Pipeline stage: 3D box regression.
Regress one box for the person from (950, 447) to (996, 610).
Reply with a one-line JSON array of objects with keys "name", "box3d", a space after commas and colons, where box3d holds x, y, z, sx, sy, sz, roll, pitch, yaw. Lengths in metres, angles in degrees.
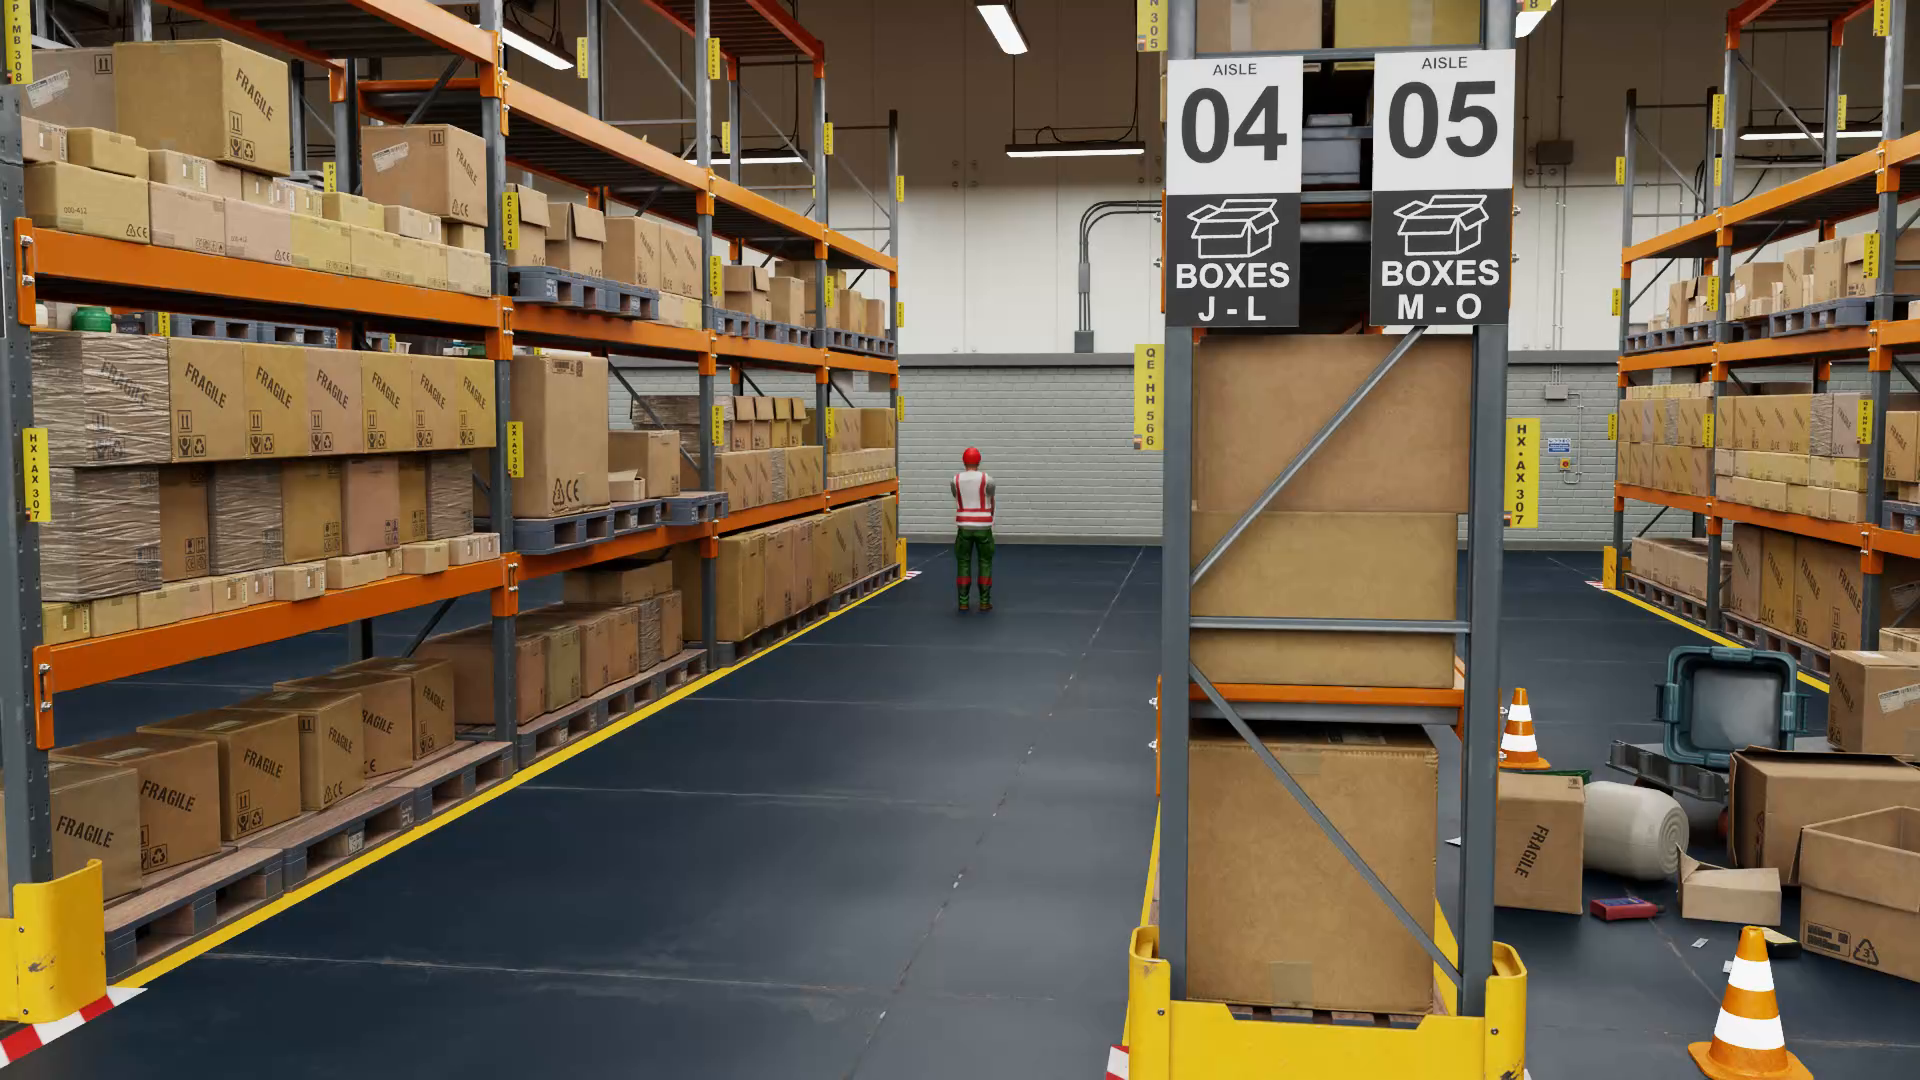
[{"name": "person", "box3d": [0.160, -0.133, 18.199, 0.493, 1.782, 0.563, 1, 4, 9]}]
